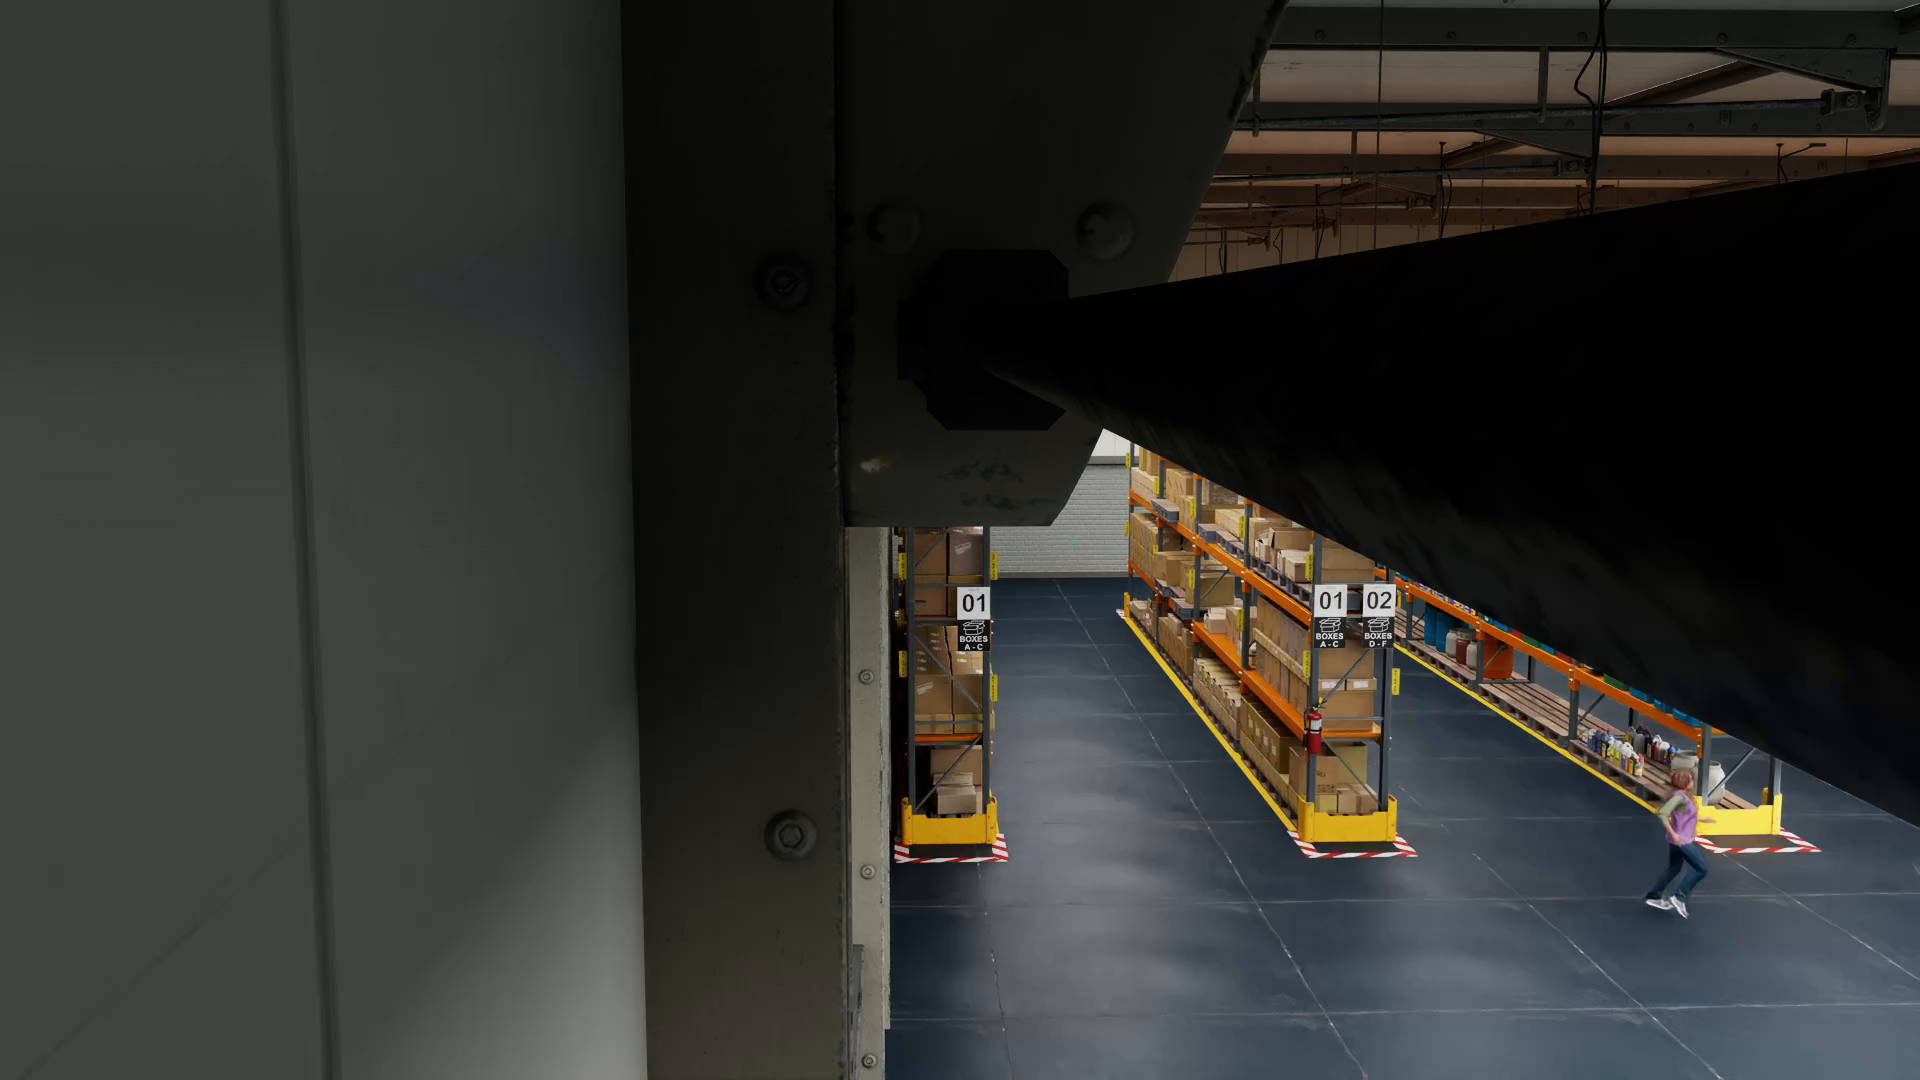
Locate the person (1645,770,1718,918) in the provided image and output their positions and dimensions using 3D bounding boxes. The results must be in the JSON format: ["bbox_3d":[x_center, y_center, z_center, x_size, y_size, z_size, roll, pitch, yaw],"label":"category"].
[{"bbox_3d":[7.761,3.258,17.872,0.672,1.600,0.511,3,8,20],"label":"person"}]
